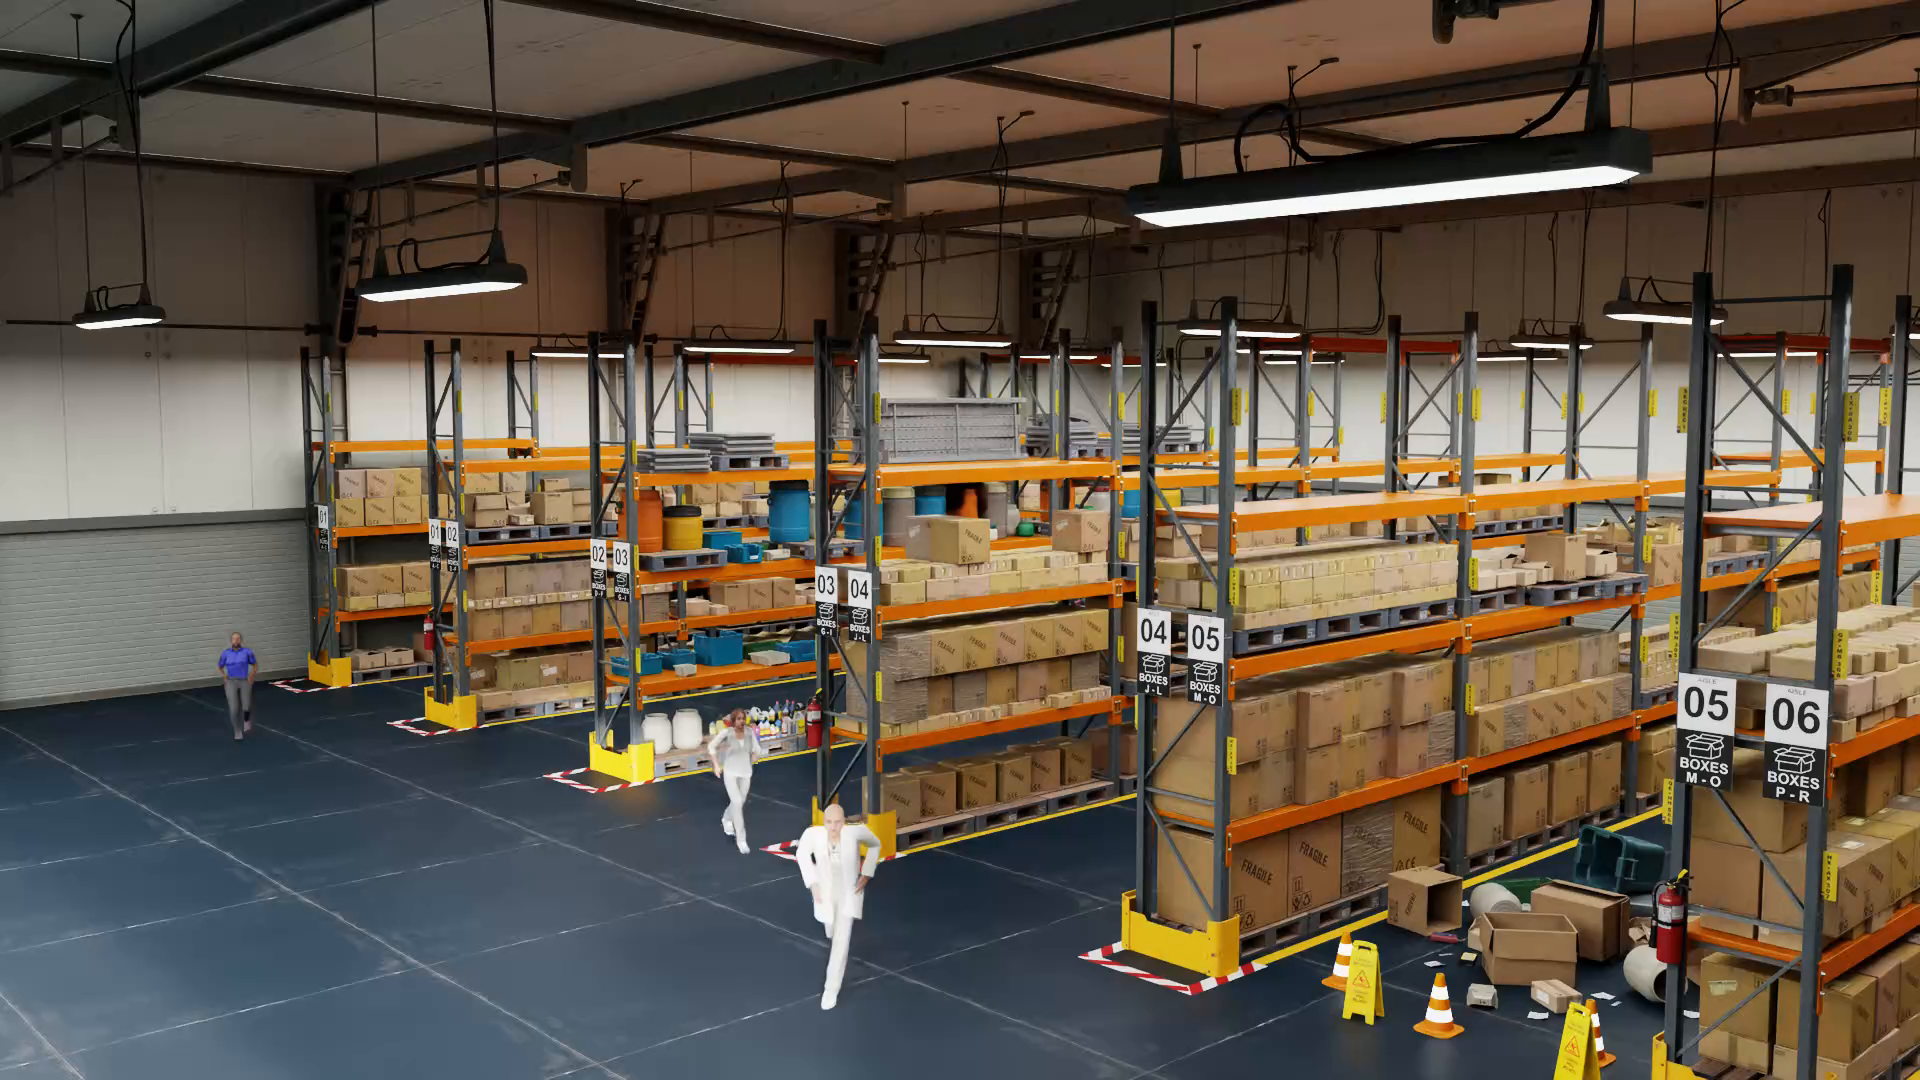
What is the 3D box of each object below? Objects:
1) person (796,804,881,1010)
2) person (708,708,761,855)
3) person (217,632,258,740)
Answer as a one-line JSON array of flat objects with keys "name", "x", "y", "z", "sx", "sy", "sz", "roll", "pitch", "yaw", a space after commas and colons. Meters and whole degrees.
[{"name": "person", "x": -1.047, "y": 3.066, "z": 14.438, "sx": 0.734, "sy": 1.742, "sz": 1.051, "roll": 0, "pitch": 5, "yaw": -2}, {"name": "person", "x": -2.555, "y": 2.718, "z": 19.007, "sx": 0.572, "sy": 1.586, "sz": 0.844, "roll": -3, "pitch": 6, "yaw": -31}, {"name": "person", "x": -10.810, "y": 2.174, "z": 24.892, "sx": 0.572, "sy": 1.605, "sz": 0.580, "roll": -2, "pitch": 5, "yaw": -22}]
